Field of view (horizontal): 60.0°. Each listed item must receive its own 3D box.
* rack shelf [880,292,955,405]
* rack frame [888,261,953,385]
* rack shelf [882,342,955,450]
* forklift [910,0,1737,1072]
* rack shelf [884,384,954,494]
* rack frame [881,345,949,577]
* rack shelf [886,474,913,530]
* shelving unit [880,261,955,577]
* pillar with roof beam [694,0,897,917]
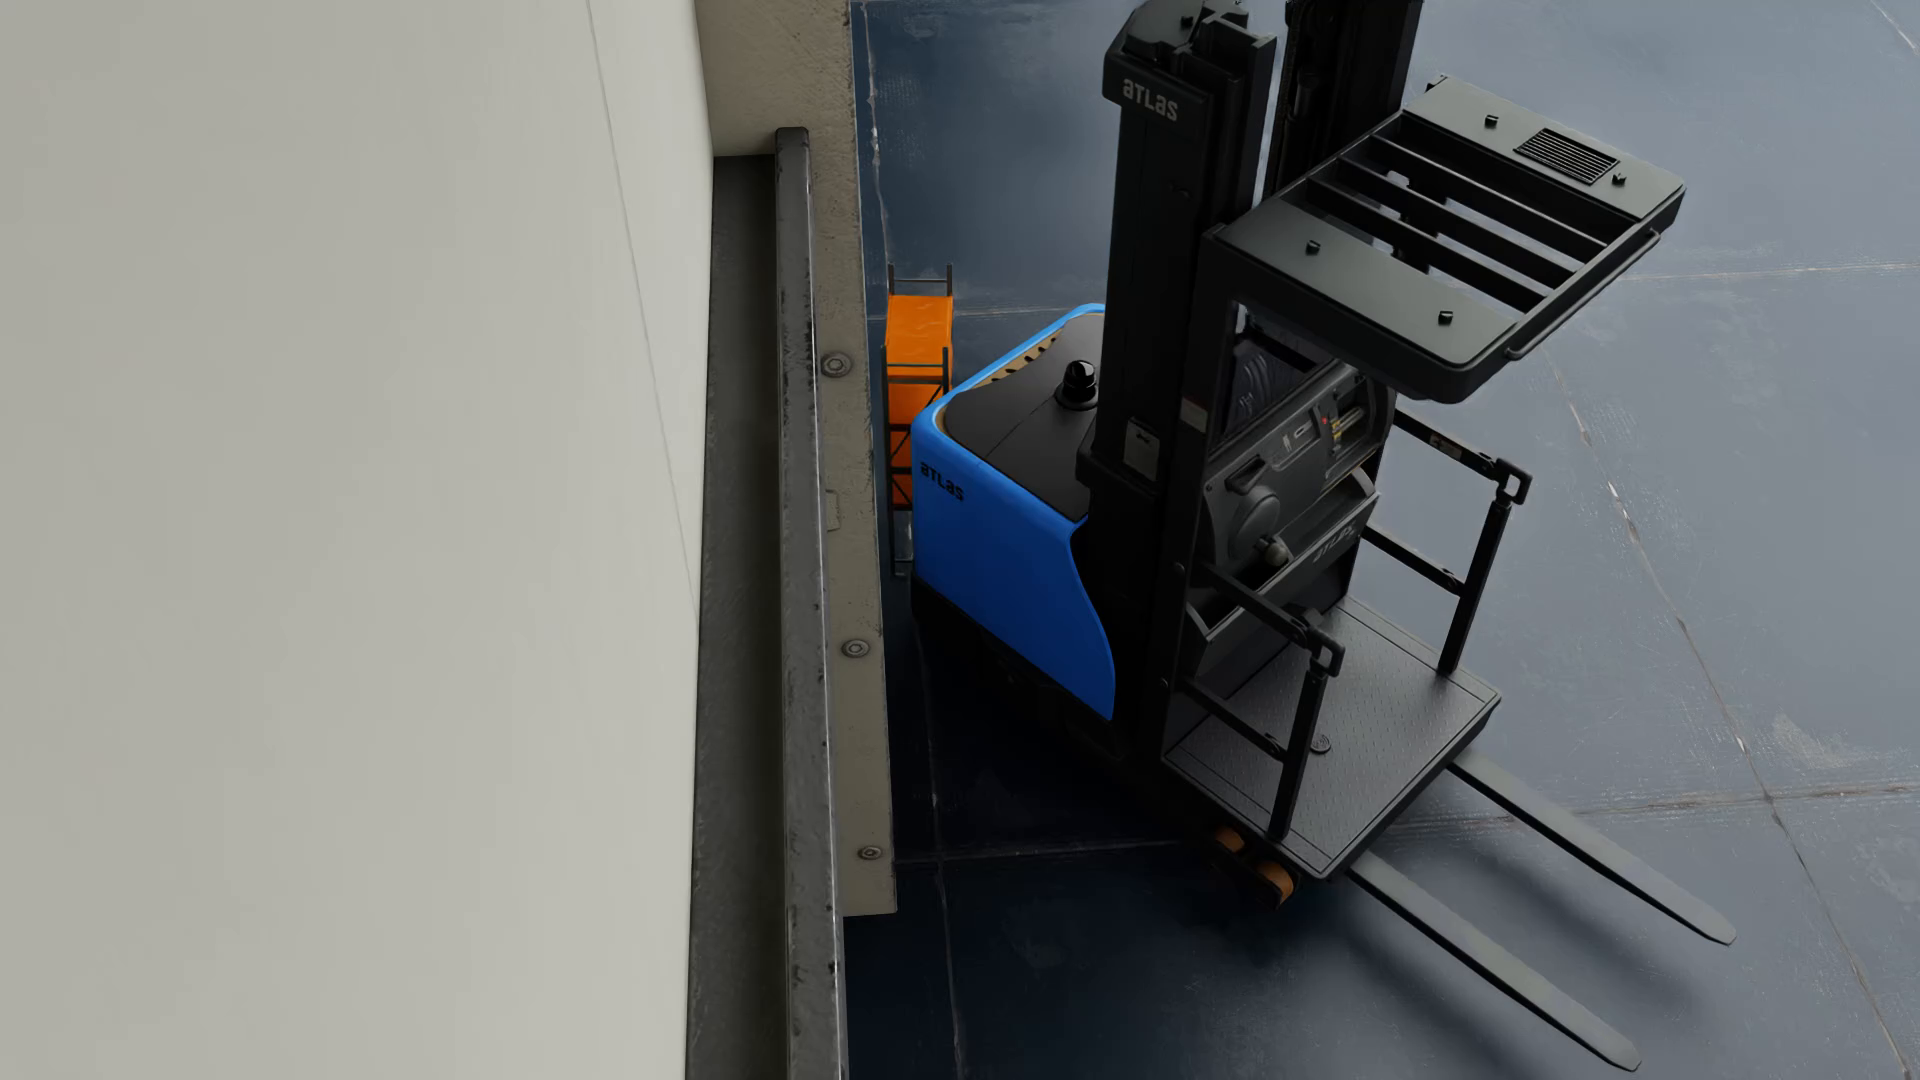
[{"bbox_3d":[-0.155,-0.716,6.197,0.258,0.148,0.480,1,47,1],"label":"rack shelf"},{"bbox_3d":[-0.149,-0.623,6.650,0.240,1.200,0.015,1,47,1],"label":"rack frame"},{"bbox_3d":[-0.155,-0.553,6.369,0.258,0.148,0.480,1,47,1],"label":"rack shelf"},{"bbox_3d":[1.208,-0.185,5.043,3.031,2.935,1.130,36,56,29],"label":"forklift"},{"bbox_3d":[-0.155,-0.399,6.531,0.258,0.148,0.480,1,47,1],"label":"rack shelf"},{"bbox_3d":[-0.161,-0.269,6.315,0.240,1.200,0.015,1,47,1],"label":"rack frame"},{"bbox_3d":[-0.155,-0.263,6.675,0.258,0.148,0.480,1,47,1],"label":"rack shelf"},{"bbox_3d":[-0.155,-0.446,6.482,0.258,1.200,0.503,1,47,1],"label":"shelving unit"},{"bbox_3d":[3.906,-2.218,2.789,9.100,9.000,0.400,-3,47,-3],"label":"pillar with roof beam"}]
